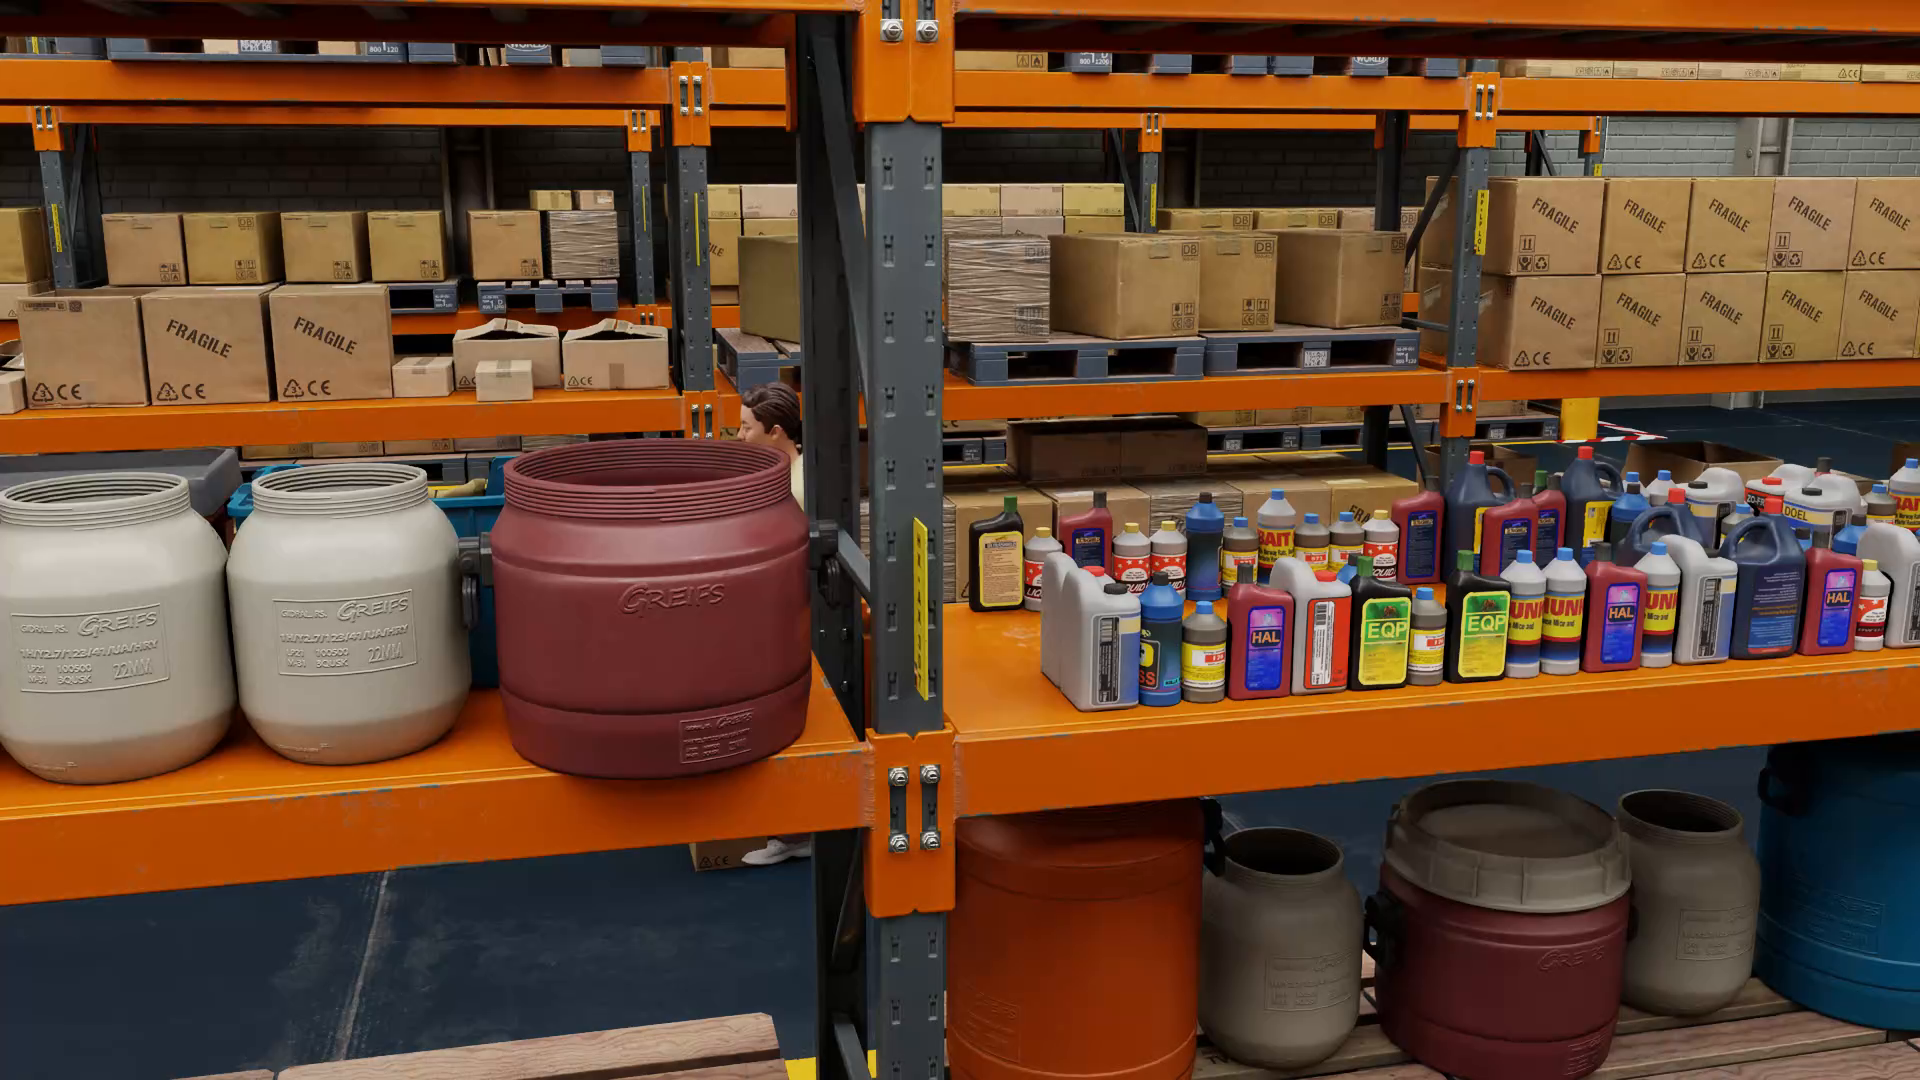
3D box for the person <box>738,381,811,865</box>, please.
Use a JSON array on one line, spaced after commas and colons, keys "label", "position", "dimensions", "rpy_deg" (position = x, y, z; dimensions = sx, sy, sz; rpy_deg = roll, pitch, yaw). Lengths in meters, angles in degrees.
[{"label": "person", "position": [-0.608, 0.281, 5.749], "dimensions": [0.404, 1.673, 0.499], "rpy_deg": [-3, 13, -13]}]
